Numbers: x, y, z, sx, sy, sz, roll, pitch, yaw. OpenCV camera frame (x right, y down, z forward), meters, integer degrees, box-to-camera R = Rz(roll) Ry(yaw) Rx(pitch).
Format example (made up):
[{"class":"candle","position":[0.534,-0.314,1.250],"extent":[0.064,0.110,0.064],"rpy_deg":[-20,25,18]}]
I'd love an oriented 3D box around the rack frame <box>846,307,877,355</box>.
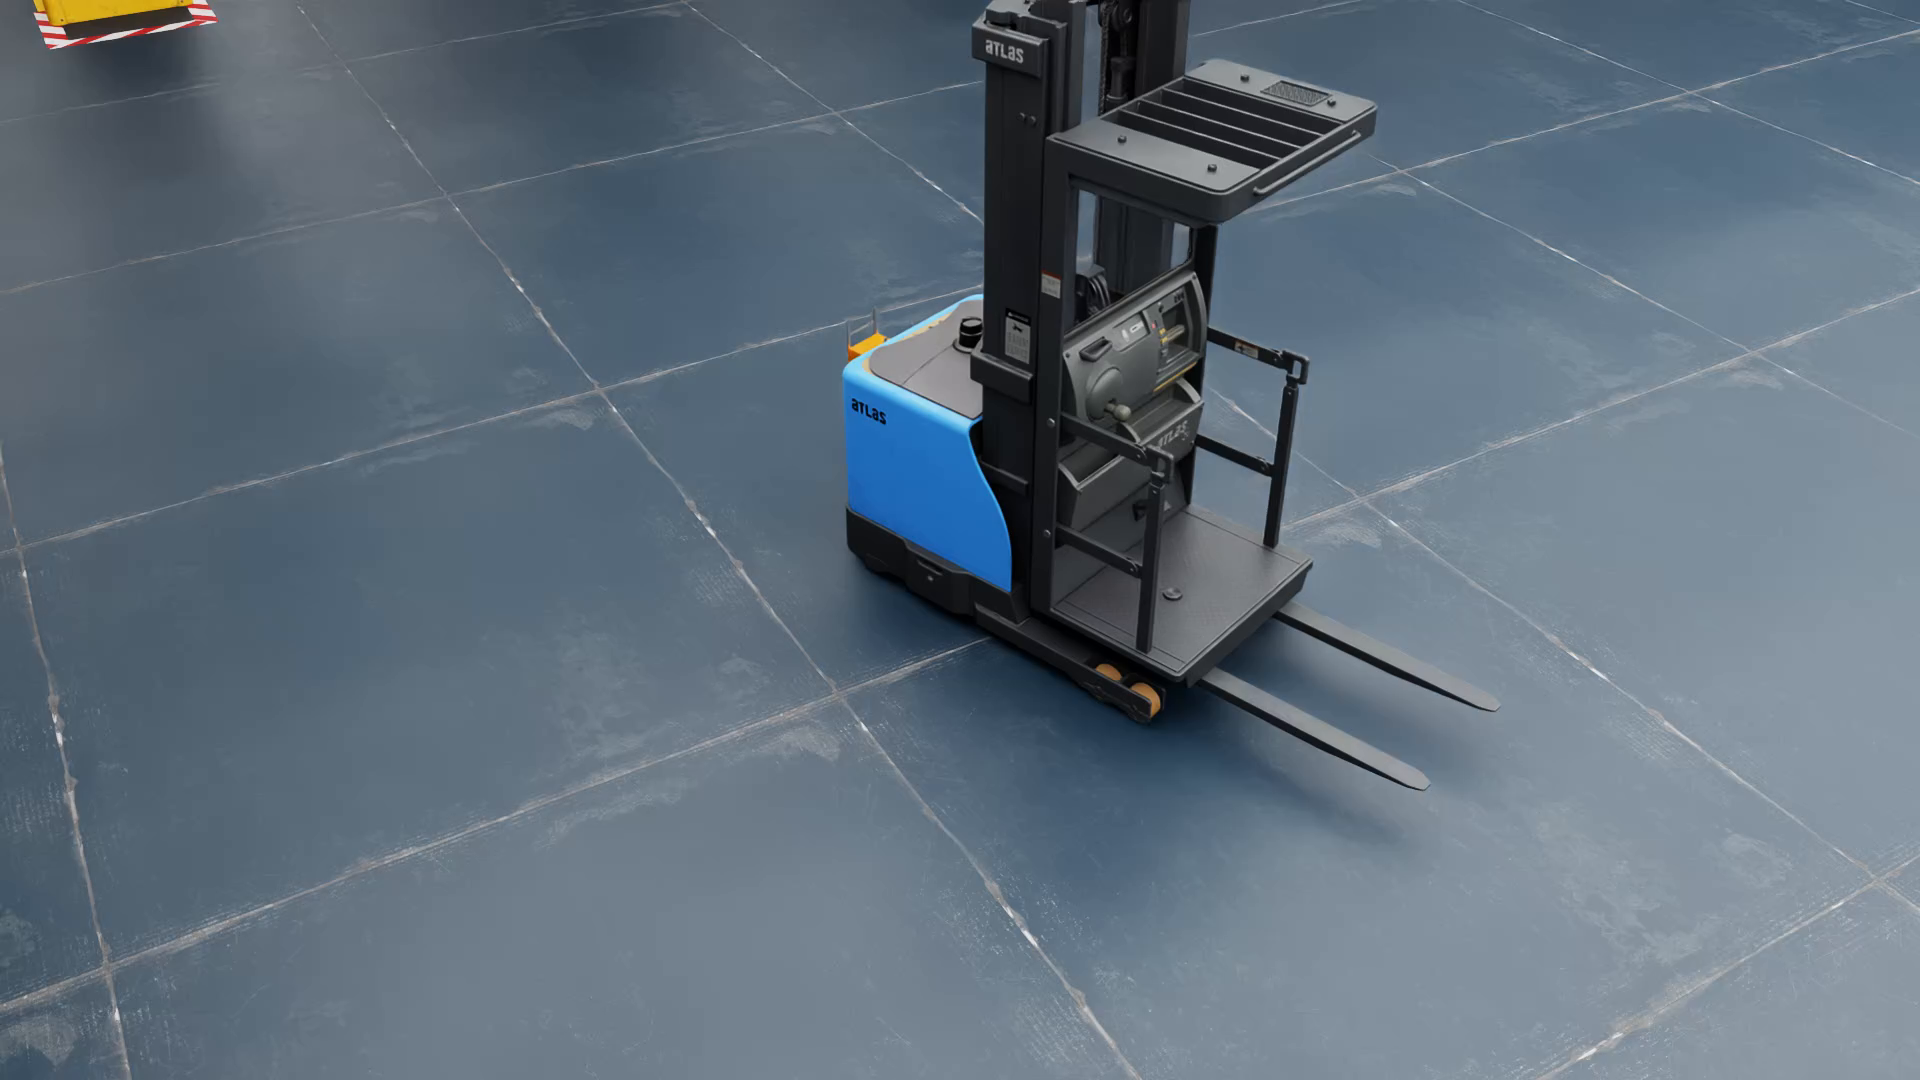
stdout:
[{"class":"rack frame","position":[-0.473,-0.653,8.254],"extent":[0.008,1.050,0.200],"rpy_deg":[27,44,32]}]

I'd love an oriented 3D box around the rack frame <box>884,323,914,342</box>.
[{"class":"rack frame","position":[-0.288,-0.559,8.125],"extent":[0.008,1.050,0.200],"rpy_deg":[27,44,32]}]

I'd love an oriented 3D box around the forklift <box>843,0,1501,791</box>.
[{"class":"forklift","position":[0.895,-0.753,6.795],"extent":[3.031,2.935,1.130],"rpy_deg":[27,44,32]}]

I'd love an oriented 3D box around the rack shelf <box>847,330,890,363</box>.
[{"class":"rack shelf","position":[-0.381,-0.826,8.028],"extent":[0.240,0.259,0.215],"rpy_deg":[27,44,32]}]

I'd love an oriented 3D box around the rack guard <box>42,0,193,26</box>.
[{"class":"rack guard","position":[-7.387,-4.872,14.497],"extent":[1.175,0.500,0.348],"rpy_deg":[-19,40,-24]}]

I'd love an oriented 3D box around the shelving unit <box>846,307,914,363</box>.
[{"class":"shelving unit","position":[-0.381,-0.606,8.189],"extent":[0.252,1.050,0.215],"rpy_deg":[27,44,32]}]
